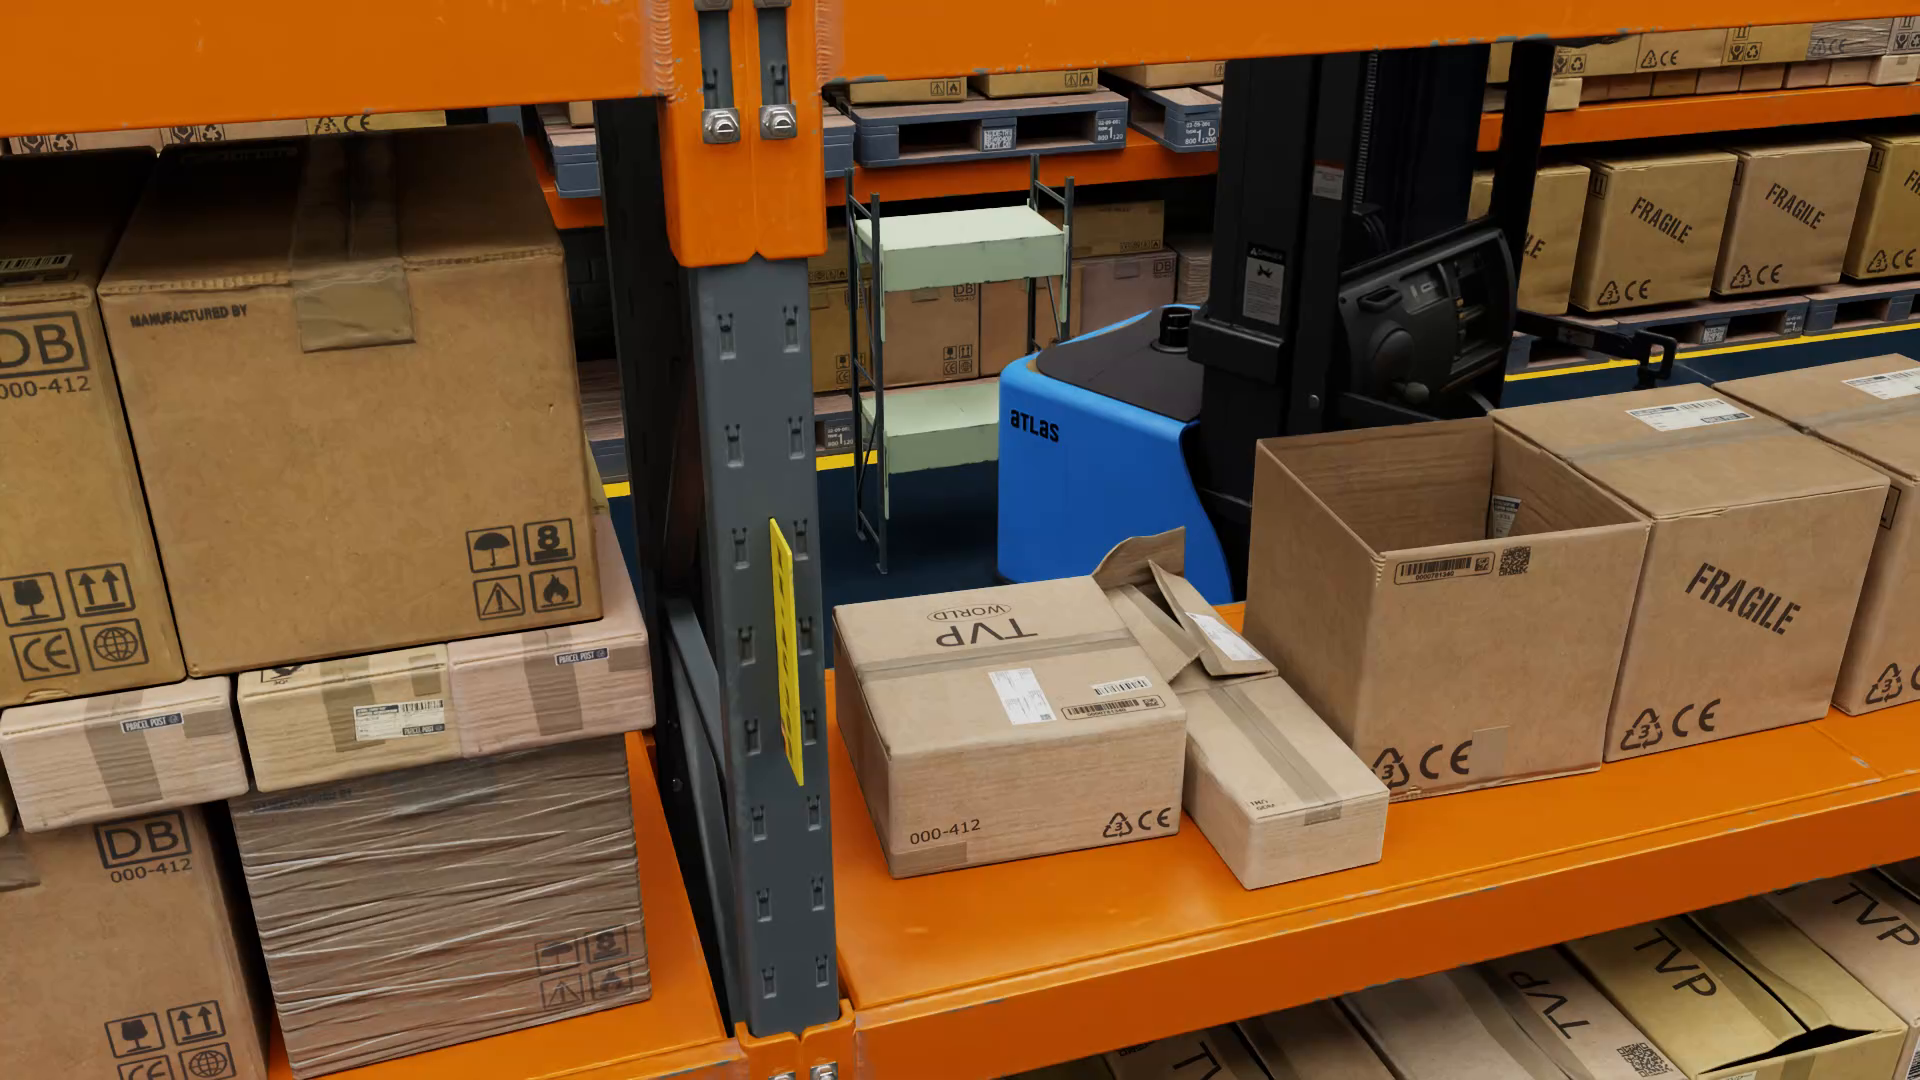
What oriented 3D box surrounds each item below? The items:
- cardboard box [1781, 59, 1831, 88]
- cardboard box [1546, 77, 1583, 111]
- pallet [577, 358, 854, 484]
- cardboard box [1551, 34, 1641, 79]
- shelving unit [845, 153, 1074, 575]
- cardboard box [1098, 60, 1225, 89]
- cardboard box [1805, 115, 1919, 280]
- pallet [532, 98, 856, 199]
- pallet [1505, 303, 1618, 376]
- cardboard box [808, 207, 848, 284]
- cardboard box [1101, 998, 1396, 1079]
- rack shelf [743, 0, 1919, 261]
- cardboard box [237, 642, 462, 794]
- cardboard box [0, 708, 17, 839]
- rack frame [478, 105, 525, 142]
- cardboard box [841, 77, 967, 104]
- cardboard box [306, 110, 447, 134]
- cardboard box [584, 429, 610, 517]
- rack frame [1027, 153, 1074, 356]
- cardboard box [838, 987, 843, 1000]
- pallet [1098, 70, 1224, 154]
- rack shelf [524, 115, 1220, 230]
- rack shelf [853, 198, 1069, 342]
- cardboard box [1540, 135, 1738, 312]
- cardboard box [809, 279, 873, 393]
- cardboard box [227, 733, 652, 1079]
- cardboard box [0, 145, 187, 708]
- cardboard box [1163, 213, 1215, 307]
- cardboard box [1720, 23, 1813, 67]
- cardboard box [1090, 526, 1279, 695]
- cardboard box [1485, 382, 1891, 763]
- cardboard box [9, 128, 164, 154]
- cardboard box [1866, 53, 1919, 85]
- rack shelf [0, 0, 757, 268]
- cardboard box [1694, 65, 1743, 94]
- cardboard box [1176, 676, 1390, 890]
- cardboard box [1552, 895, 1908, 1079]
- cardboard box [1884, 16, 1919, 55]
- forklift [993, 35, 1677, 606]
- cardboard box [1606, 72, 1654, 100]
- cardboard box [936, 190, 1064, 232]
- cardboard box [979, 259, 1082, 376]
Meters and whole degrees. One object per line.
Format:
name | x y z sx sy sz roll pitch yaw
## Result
cardboard box | 4.229 -2.441 8.553 0.250 0.149 0.380 -9 28 -18
cardboard box | 2.787 -2.192 8.052 0.250 0.149 0.380 -7 27 -15
pallet | -1.183 -0.624 7.770 1.213 0.211 1.003 -8 28 -16
cardboard box | 2.923 -2.530 8.003 0.500 0.500 0.500 -7 27 -14
shelving unit | -0.006 -0.671 6.415 0.755 1.500 0.431 -8 28 -16
cardboard box | 0.914 -2.401 7.605 0.500 0.500 0.700 -11 28 -21
cardboard box | 5.106 -1.948 9.245 0.750 0.750 0.750 -8 27 -15
pallet | -1.151 -1.723 7.063 1.213 0.211 1.003 -8 28 -16
pallet | 2.654 -1.144 8.816 1.213 0.211 1.003 -8 28 -16
cardboard box | -0.810 -1.349 7.567 0.500 0.250 0.500 -9 28 -17
cardboard box | 0.563 1.103 3.145 0.500 0.311 0.500 -9 28 -17
rack shelf | 1.517 -0.968 2.762 4.000 0.370 1.077 -8 28 -16
cardboard box | -0.813 0.155 2.223 0.250 0.149 0.380 -9 28 -17
cardboard box | -1.311 0.228 2.075 0.250 0.149 0.380 -8 28 -16
rack frame | -1.922 -1.765 6.932 0.127 3.000 1.000 -8 28 -16
cardboard box | -0.278 -2.241 7.283 0.500 0.500 0.700 -5 27 -9
cardboard box | -2.276 -1.847 6.400 0.500 0.500 0.500 -8 28 -16
cardboard box | -0.700 -0.052 2.639 0.250 0.149 0.380 -8 28 -16
rack frame | 0.342 -0.721 6.516 0.023 1.500 0.400 -8 28 -16
cardboard box | -0.089 0.944 3.464 0.500 0.311 0.500 -8 28 -16
pallet | 1.236 -2.087 7.796 1.003 0.211 1.213 -8 28 -16
rack shelf | -0.021 -1.718 7.647 4.000 0.370 1.077 -8 28 -16
rack shelf | -0.006 -1.020 6.241 0.720 0.370 0.431 -8 28 -16
cardboard box | 3.456 -1.705 8.756 0.750 0.750 0.750 -8 28 -16
cardboard box | -0.752 -1.043 7.795 0.500 0.500 0.700 -9 28 -17
cardboard box | -0.805 0.348 2.564 0.500 0.500 0.700 -9 28 -17
cardboard box | -1.285 -0.163 2.134 0.500 0.500 0.700 -8 28 -16
cardboard box | 1.212 -1.272 8.256 0.500 0.500 0.700 -8 27 -15
cardboard box | 3.888 -2.673 8.291 0.500 0.500 0.500 -7 27 -15
cardboard box | 0.394 0.190 3.145 0.258 0.266 0.396 -9 28 -17
cardboard box | 1.328 0.044 3.177 0.500 0.500 0.500 -8 28 -16
cardboard box | -3.231 -1.711 6.126 0.500 0.500 0.500 -9 28 -18
cardboard box | 4.725 -2.474 8.621 0.250 0.149 0.380 -8 28 -16
rack shelf | -2.287 -0.417 1.653 4.000 0.370 1.077 -8 28 -16
cardboard box | 3.721 -2.376 8.422 0.250 0.149 0.380 -8 28 -16
cardboard box | 0.521 0.406 2.842 0.250 0.149 0.380 -8 28 -16
cardboard box | 1.547 0.957 3.438 0.500 0.311 0.500 -7 27 -15
cardboard box | 4.841 -2.809 8.566 0.500 0.500 0.500 -8 28 -16
forklift | 1.521 -0.626 4.716 3.031 2.935 1.130 23 35 39
cardboard box | 3.232 -2.318 8.306 0.250 0.149 0.380 -8 27 -15
cardboard box | 0.164 -1.483 7.837 0.500 0.250 0.500 -8 28 -16
cardboard box | 0.223 -1.170 8.050 0.500 0.500 0.700 -8 28 -16
